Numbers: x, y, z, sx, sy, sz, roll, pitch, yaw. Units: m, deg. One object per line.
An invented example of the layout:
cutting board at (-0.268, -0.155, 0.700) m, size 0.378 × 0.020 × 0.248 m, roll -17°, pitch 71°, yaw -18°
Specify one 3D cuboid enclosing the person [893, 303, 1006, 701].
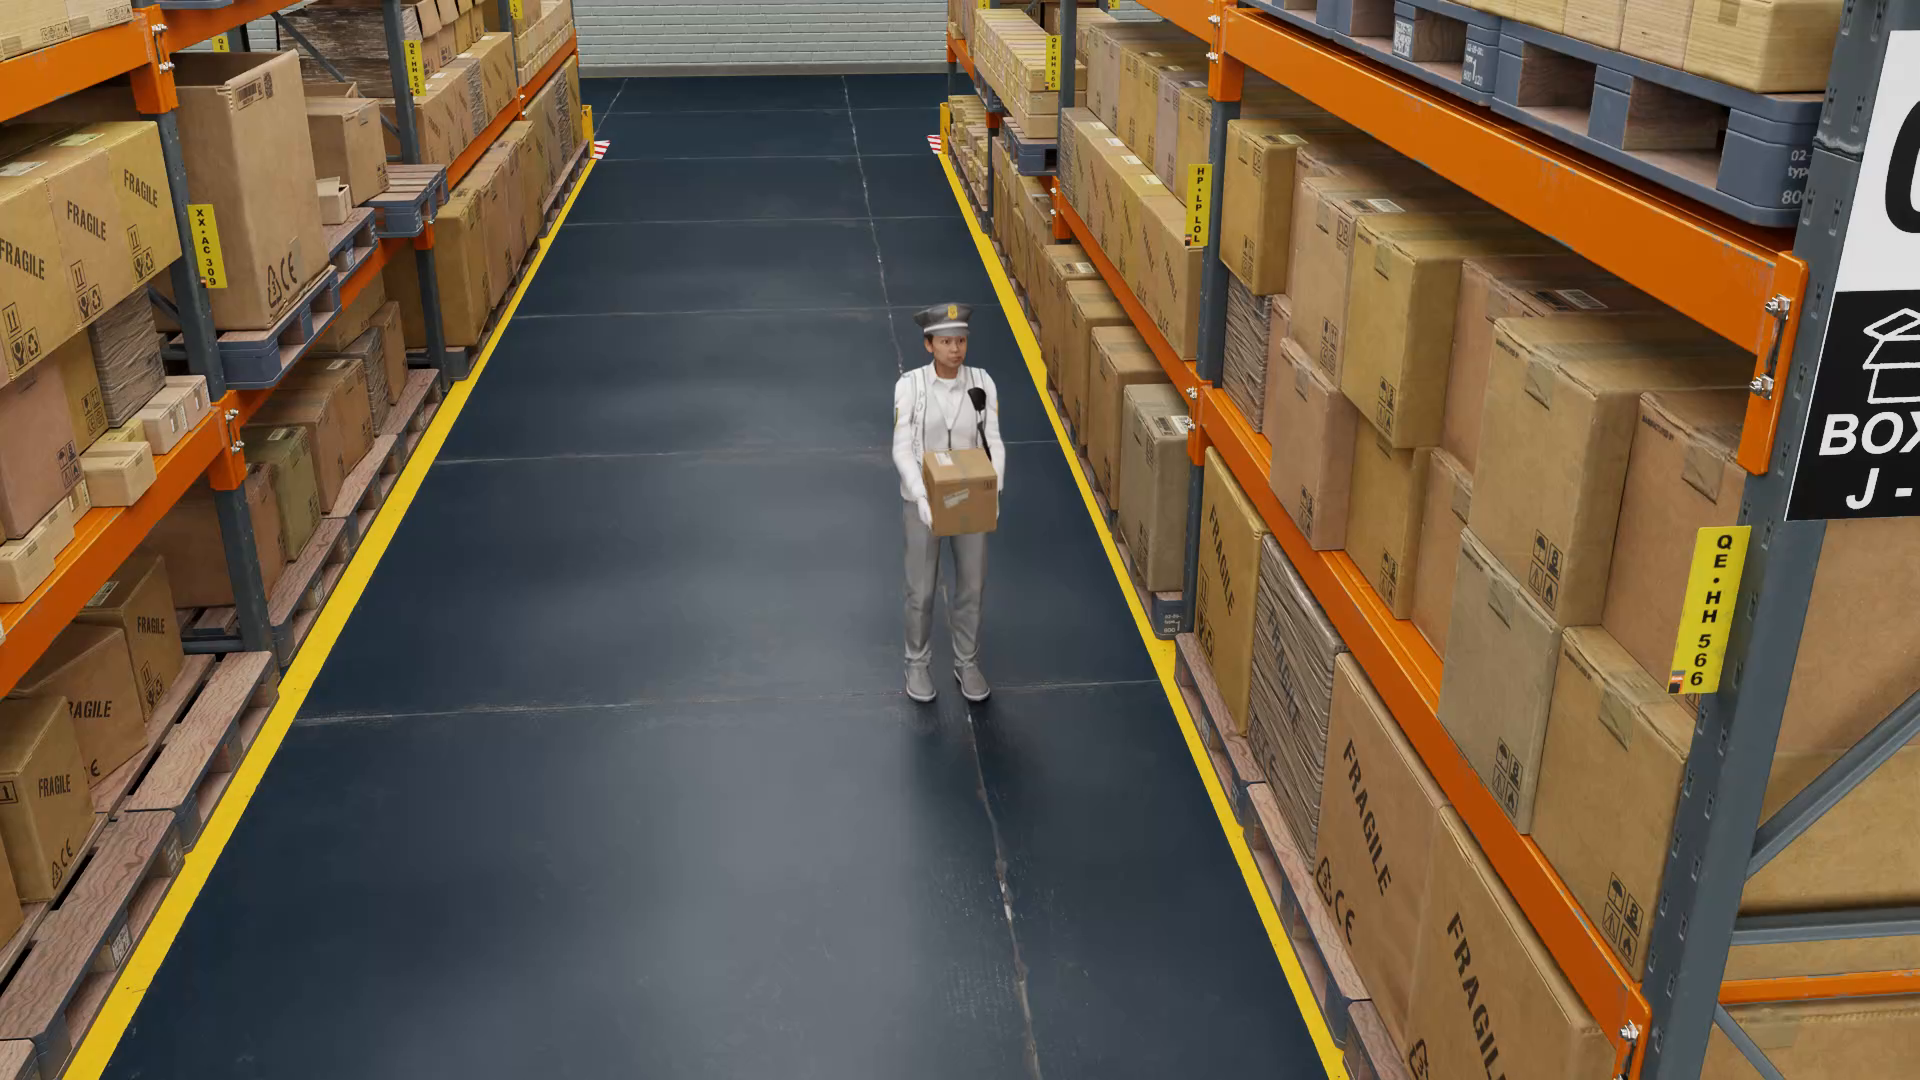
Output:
person at (-0.038, -0.136, 6.867) m, size 0.466 × 1.693 × 0.559 m, roll -5°, pitch 24°, yaw -12°
